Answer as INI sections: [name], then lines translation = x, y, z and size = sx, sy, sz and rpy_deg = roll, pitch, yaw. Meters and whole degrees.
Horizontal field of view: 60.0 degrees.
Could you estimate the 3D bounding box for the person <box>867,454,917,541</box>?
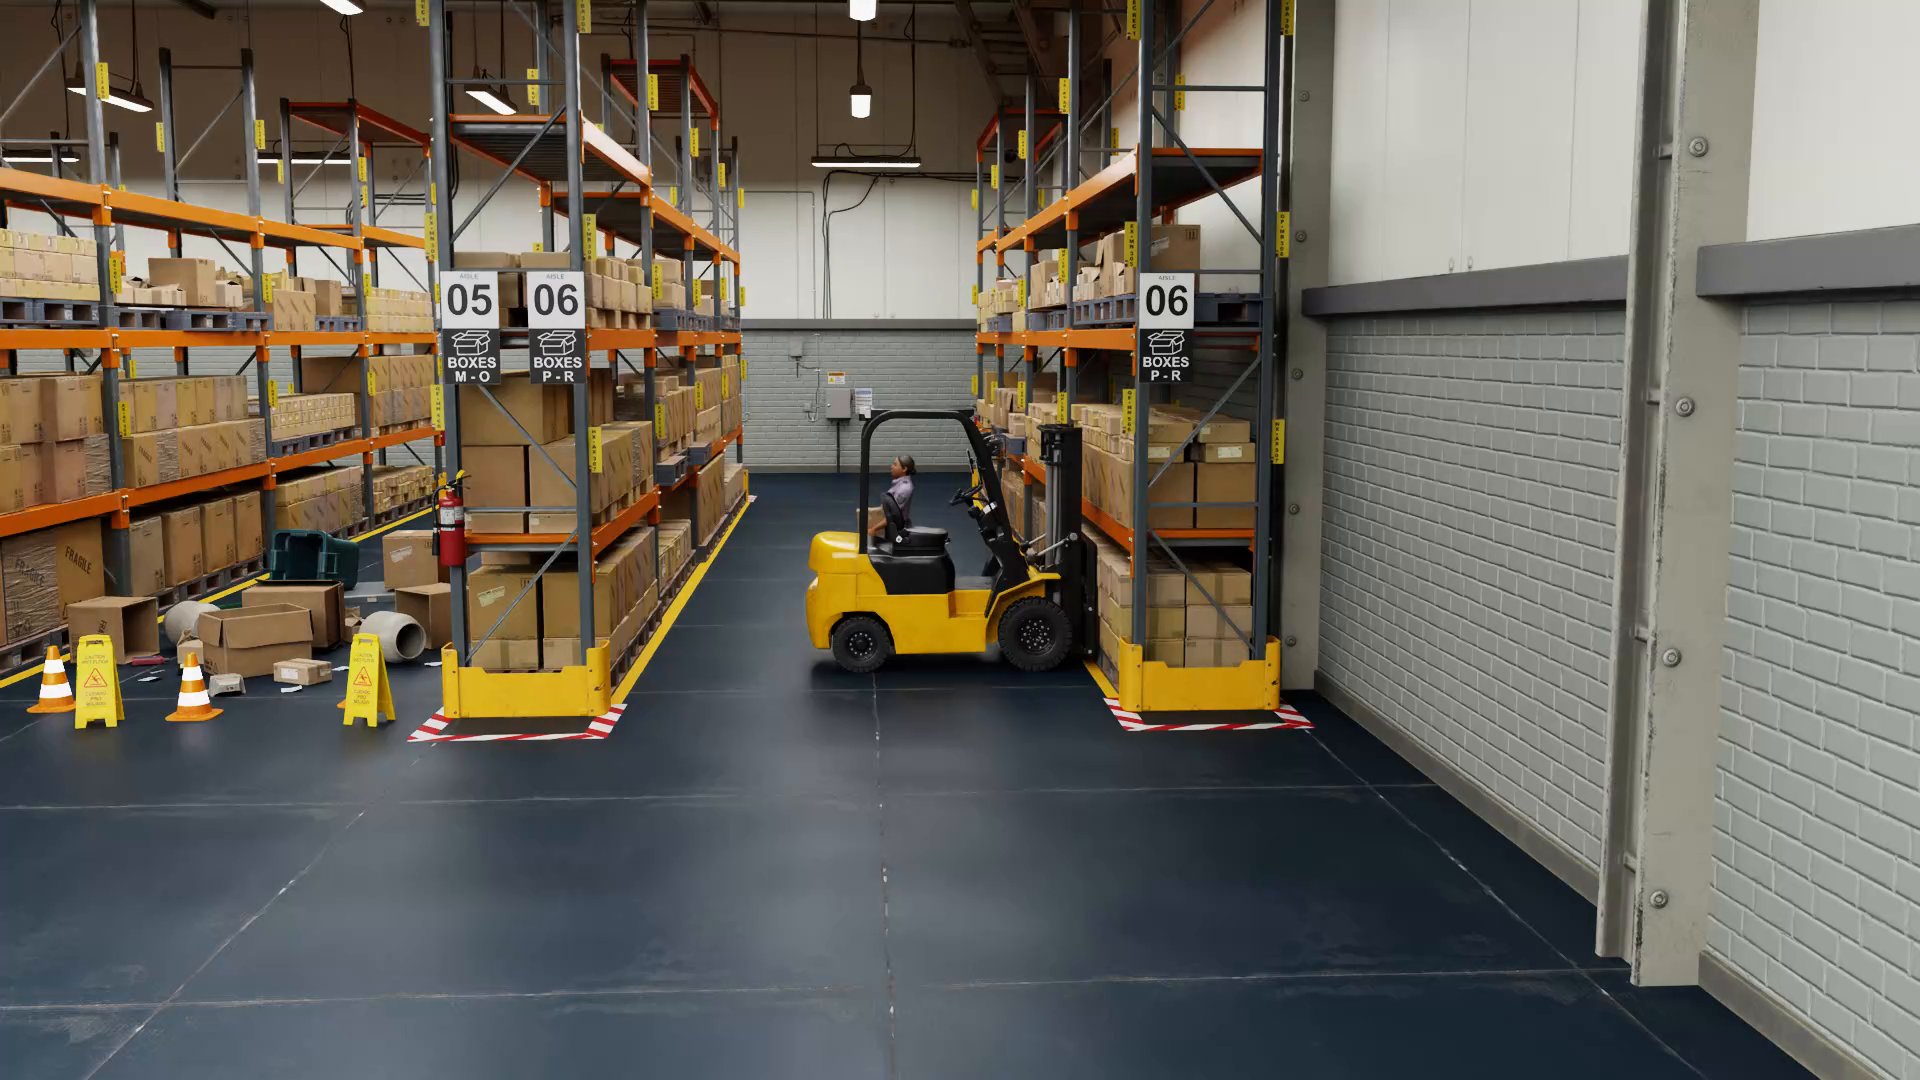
[person]
translation = -0.667, -0.001, 15.850
size = 0.514, 1.638, 0.454
rpy_deg = 0, 7, -4
